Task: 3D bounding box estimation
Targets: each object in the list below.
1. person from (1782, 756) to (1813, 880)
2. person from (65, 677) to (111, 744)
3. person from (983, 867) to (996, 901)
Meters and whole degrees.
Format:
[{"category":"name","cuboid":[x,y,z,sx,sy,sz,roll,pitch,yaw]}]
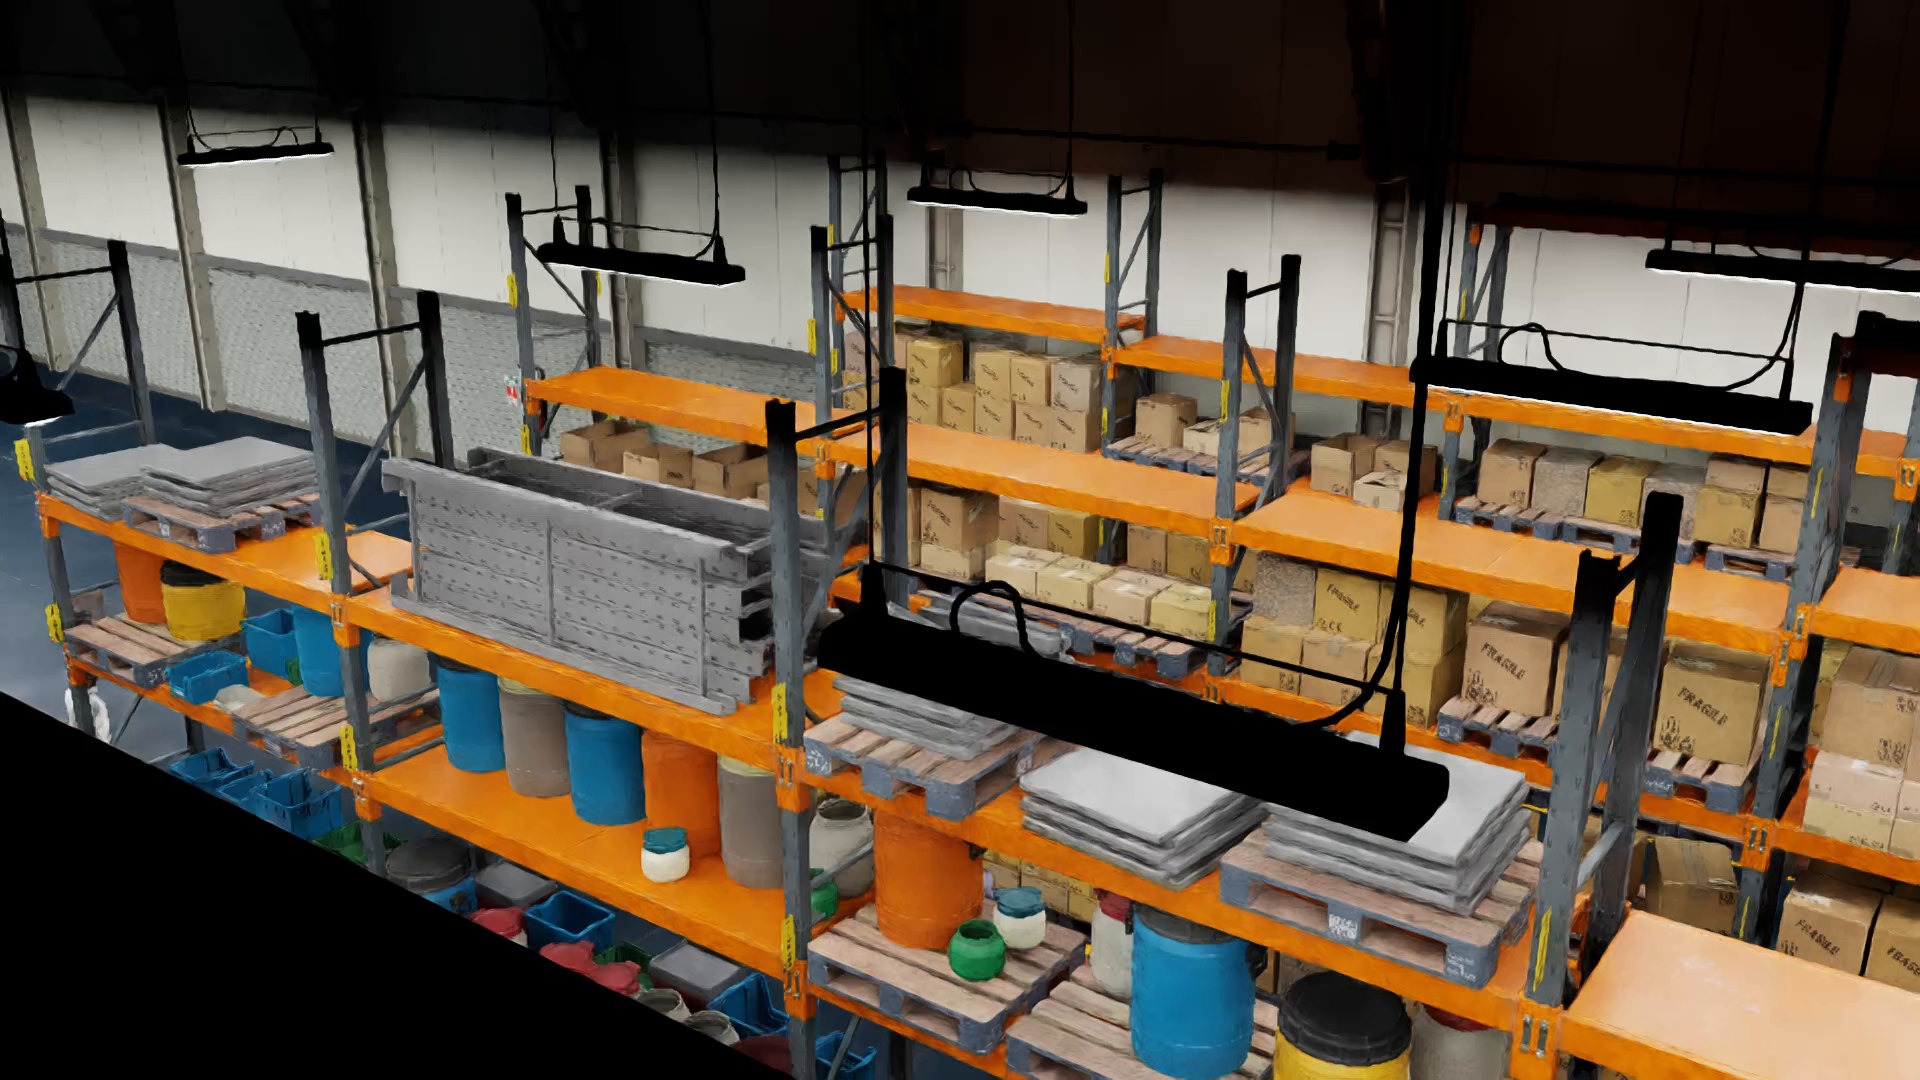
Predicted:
[{"category":"person","cuboid":[7.271,2.634,14.582,1.115,1.641,0.547,12,22,32]},{"category":"person","cuboid":[-8.478,2.021,16.328,0.576,1.718,0.657,-16,24,-39]},{"category":"person","cuboid":[0.018,3.155,13.183,0.559,1.717,0.358,3,19,8]}]
